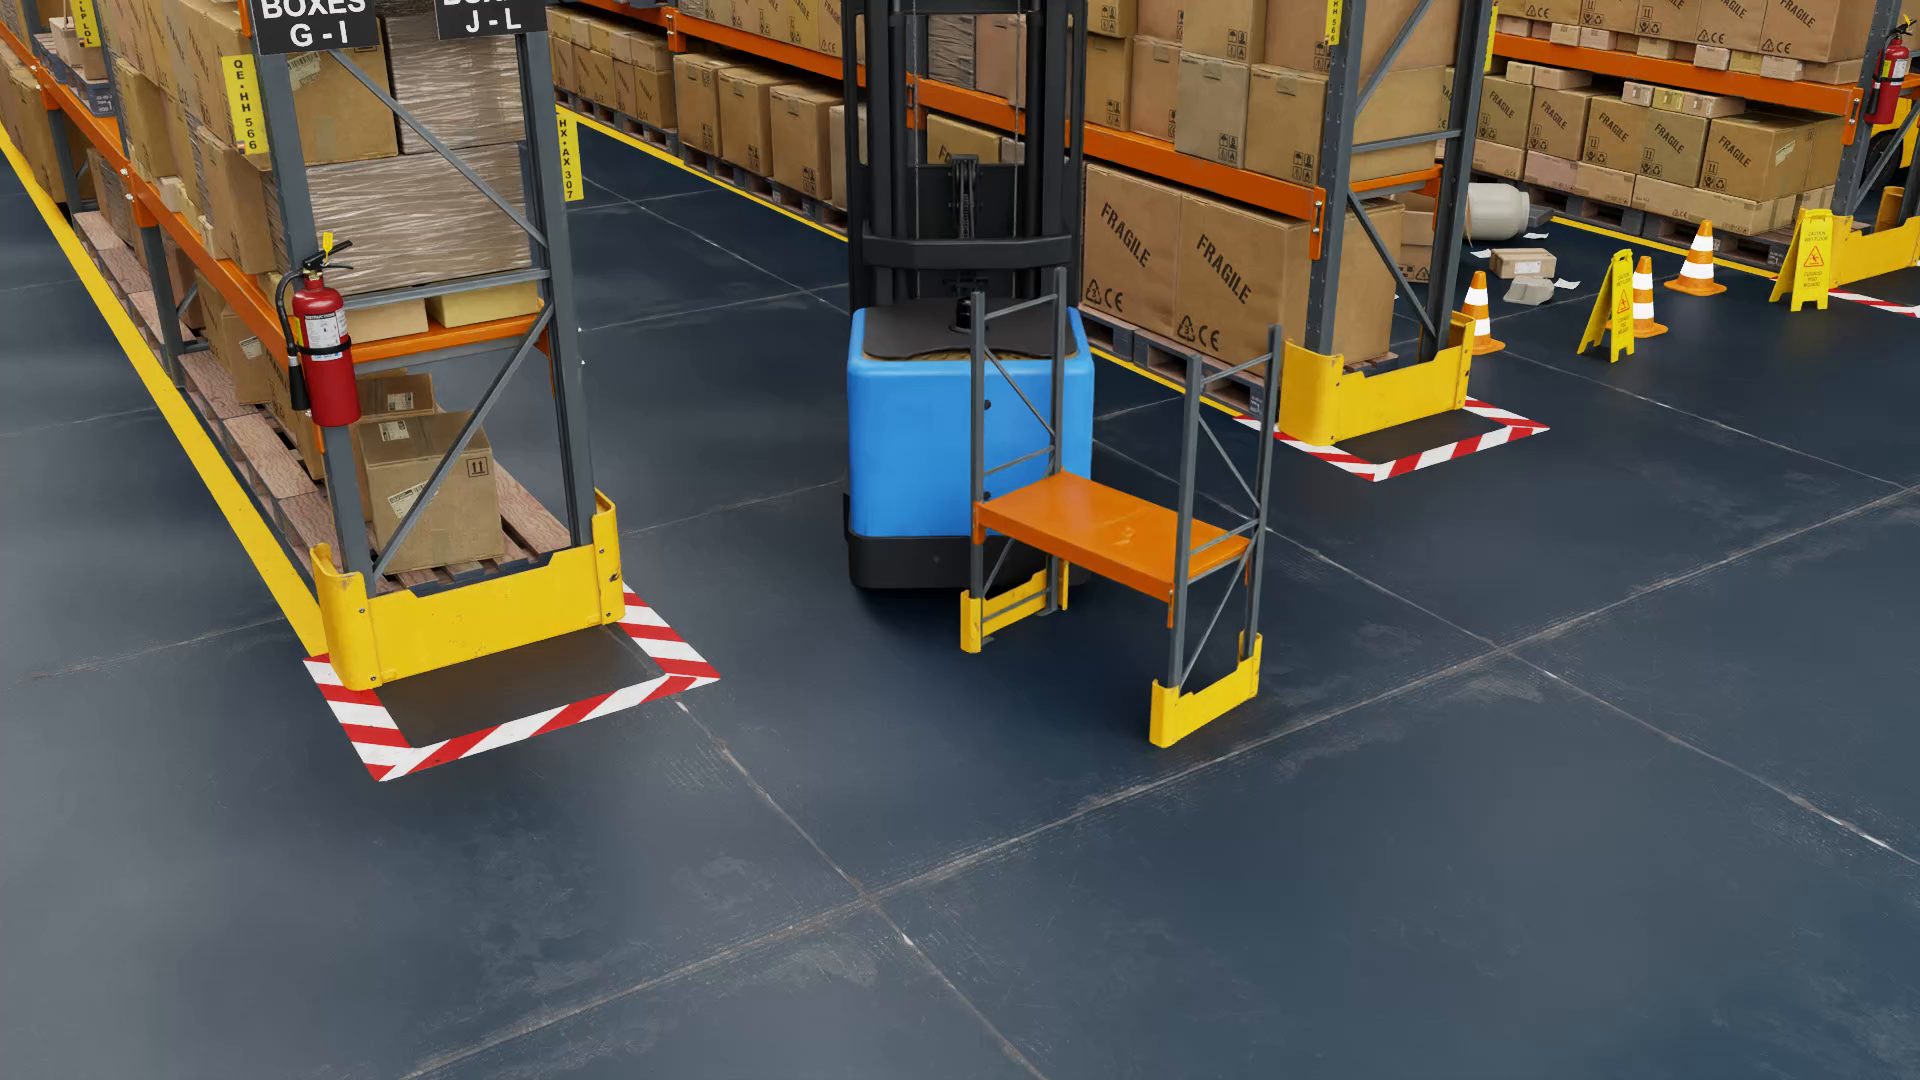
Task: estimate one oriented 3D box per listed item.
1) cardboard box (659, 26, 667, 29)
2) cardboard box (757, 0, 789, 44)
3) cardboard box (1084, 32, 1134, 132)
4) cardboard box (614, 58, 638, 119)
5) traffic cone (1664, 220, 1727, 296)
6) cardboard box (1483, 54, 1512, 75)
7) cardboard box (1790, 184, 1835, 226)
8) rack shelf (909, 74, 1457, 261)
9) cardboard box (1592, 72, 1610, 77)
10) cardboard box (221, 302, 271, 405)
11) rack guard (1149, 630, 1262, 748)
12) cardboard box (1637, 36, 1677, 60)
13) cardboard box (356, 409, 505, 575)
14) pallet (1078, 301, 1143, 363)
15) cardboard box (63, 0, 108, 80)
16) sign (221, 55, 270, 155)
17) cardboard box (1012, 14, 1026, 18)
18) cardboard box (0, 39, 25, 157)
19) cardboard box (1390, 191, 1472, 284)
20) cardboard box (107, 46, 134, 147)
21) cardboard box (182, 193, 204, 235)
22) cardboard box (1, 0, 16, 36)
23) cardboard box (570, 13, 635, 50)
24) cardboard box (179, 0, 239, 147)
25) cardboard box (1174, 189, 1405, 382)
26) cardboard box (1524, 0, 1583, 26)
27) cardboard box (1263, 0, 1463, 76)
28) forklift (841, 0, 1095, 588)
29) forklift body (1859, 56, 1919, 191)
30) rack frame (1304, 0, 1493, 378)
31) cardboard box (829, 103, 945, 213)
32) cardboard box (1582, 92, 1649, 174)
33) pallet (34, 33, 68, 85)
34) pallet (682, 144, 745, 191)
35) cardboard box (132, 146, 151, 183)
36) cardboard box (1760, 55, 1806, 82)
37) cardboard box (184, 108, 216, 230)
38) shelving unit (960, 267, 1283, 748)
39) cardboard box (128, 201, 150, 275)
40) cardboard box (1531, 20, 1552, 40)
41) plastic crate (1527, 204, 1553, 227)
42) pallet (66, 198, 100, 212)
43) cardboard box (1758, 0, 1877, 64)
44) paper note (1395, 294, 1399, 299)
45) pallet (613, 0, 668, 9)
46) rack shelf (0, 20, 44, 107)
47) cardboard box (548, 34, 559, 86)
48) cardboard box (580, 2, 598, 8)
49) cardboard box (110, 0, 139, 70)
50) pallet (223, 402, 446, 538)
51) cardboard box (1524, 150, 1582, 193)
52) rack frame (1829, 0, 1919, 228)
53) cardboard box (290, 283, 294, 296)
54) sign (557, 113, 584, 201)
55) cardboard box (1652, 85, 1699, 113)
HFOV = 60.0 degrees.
[{"bbox_3d":[-2.547,-4.791,15.942,0.500,0.250,0.500,-16,30,-30],"label":"cardboard box"},{"bbox_3d":[-1.253,-4.189,12.993,0.500,0.500,0.500,-16,30,-30],"label":"cardboard box"},{"bbox_3d":[1.187,-2.837,10.071,0.875,0.550,0.500,-16,29,-30],"label":"cardboard box"},{"bbox_3d":[-2.955,-4.328,15.841,0.500,0.500,0.500,-14,29,-28],"label":"cardboard box"},{"bbox_3d":[5.047,-1.942,11.322,0.336,0.463,0.334,-16,29,-30],"label":"traffic cone"},{"bbox_3d":[4.293,-3.913,13.616,0.380,0.149,0.250,-15,29,-29],"label":"cardboard box"},{"bbox_3d":[6.154,-2.535,12.336,0.500,0.250,0.500,-16,30,-30],"label":"cardboard box"},{"bbox_3d":[1.179,-2.436,10.240,1.077,0.370,4.000,-16,29,-30],"label":"rack shelf"},{"bbox_3d":[5.006,-3.622,13.759,0.500,0.500,0.500,-15,29,-29],"label":"cardboard box"},{"bbox_3d":[-3.620,-1.061,8.921,0.500,0.500,0.500,-6,26,-13],"label":"cardboard box"},{"bbox_3d":[0.931,0.557,6.277,0.587,0.250,0.087,-23,34,-39],"label":"rack guard"},{"bbox_3d":[5.222,-3.647,12.257,0.380,0.149,0.250,-16,30,-30],"label":"cardboard box"},{"bbox_3d":[-2.267,-0.213,7.124,0.500,0.500,0.500,-10,27,-20],"label":"cardboard box"},{"bbox_3d":[1.106,-1.489,10.657,1.003,0.211,1.213,-16,29,-30],"label":"pallet"},{"bbox_3d":[-5.148,-3.192,10.386,0.797,0.503,0.637,-12,28,-24],"label":"cardboard box"},{"bbox_3d":[-2.416,-1.471,5.625,0.100,0.325,0.005,-16,29,-30],"label":"sign"},{"bbox_3d":[0.837,-3.498,10.206,0.875,0.550,0.550,-16,29,-30],"label":"cardboard box"},{"bbox_3d":[-7.637,-3.904,14.503,1.225,0.875,0.875,-17,30,-31],"label":"cardboard box"},{"bbox_3d":[3.283,-2.145,11.705,0.637,0.503,0.797,7,26,15],"label":"cardboard box"},{"bbox_3d":[-3.930,-2.362,8.773,0.875,0.500,0.500,-16,29,-30],"label":"cardboard box"},{"bbox_3d":[-3.429,-1.563,7.842,0.380,0.149,0.250,-16,29,-30],"label":"cardboard box"},{"bbox_3d":[-7.338,-4.317,13.263,0.500,0.500,0.500,-17,30,-31],"label":"cardboard box"},{"bbox_3d":[-3.531,-5.038,16.466,0.500,0.250,0.500,-14,29,-28],"label":"cardboard box"},{"bbox_3d":[-2.726,-1.875,6.571,0.500,0.500,0.500,-16,29,-30],"label":"cardboard box"},{"bbox_3d":[1.845,-1.503,9.416,0.875,0.875,0.875,-15,29,-29],"label":"cardboard box"},{"bbox_3d":[4.742,-4.267,12.810,0.500,0.500,0.500,-16,30,-30],"label":"cardboard box"},{"bbox_3d":[2.100,-2.744,8.609,0.875,0.550,0.550,-16,29,-30],"label":"cardboard box"},{"bbox_3d":[0.013,-1.703,7.924,1.130,2.935,3.031,-1,25,-1],"label":"forklift"},{"bbox_3d":[7.956,-4.263,14.262,2.313,2.155,1.214,-16,29,-30],"label":"forklift body"},{"bbox_3d":[2.270,-2.046,8.571,1.000,3.000,0.127,-16,29,-30],"label":"rack frame"},{"bbox_3d":[-0.327,-2.851,12.418,1.050,0.750,0.750,-16,29,-30],"label":"cardboard box"},{"bbox_3d":[5.149,-3.115,12.686,0.500,0.500,0.500,-16,30,-31],"label":"cardboard box"},{"bbox_3d":[-5.829,-3.471,11.814,1.213,0.211,1.003,-16,29,-30],"label":"pallet"},{"bbox_3d":[-1.730,-3.347,14.593,1.003,0.211,1.213,-16,29,-30],"label":"pallet"},{"bbox_3d":[-4.133,-2.004,8.776,0.380,0.149,0.250,-16,29,-30],"label":"cardboard box"},{"bbox_3d":[5.748,-3.271,11.460,0.380,0.149,0.250,-16,30,-30],"label":"cardboard box"},{"bbox_3d":[-2.828,-1.649,7.264,0.875,0.500,0.500,-16,29,-30],"label":"cardboard box"},{"bbox_3d":[0.580,-0.159,6.330,0.587,1.500,1.083,-23,34,-39],"label":"shelving unit"},{"bbox_3d":[-4.992,-2.025,10.940,0.700,0.500,0.500,-18,31,-34],"label":"cardboard box"},{"bbox_3d":[4.712,-4.015,13.035,0.380,0.149,0.250,-16,29,-30],"label":"cardboard box"},{"bbox_3d":[4.349,-2.594,13.151,0.583,0.080,0.402,18,31,33],"label":"plastic crate"},{"bbox_3d":[-6.675,-2.826,13.490,1.003,0.211,1.213,-16,29,-30],"label":"pallet"},{"bbox_3d":[5.835,-3.546,11.281,0.500,0.500,0.500,-16,30,-30],"label":"cardboard box"},{"bbox_3d":[2.860,-1.644,11.200,0.144,0.017,0.142,-6,26,-12],"label":"paper note"},{"bbox_3d":[-2.575,-5.051,15.161,1.213,0.211,1.003,-16,29,-30],"label":"pallet"},{"bbox_3d":[-7.400,-4.178,13.929,1.077,0.370,4.000,-16,29,-30],"label":"rack shelf"},{"bbox_3d":[-4.099,-5.072,17.416,0.500,0.500,0.500,-14,29,-28],"label":"cardboard box"},{"bbox_3d":[-3.662,-5.530,17.507,0.500,0.250,0.500,-16,30,-31],"label":"cardboard box"},{"bbox_3d":[-3.817,-2.590,8.087,0.500,0.500,0.500,-16,29,-30],"label":"cardboard box"},{"bbox_3d":[-3.058,-0.427,8.408,1.003,0.211,1.213,-16,29,-30],"label":"pallet"},{"bbox_3d":[4.868,-2.962,13.239,0.500,0.250,0.500,-16,30,-30],"label":"cardboard box"},{"bbox_3d":[6.363,-3.236,11.091,1.000,3.000,0.127,-16,29,-30],"label":"rack frame"},{"bbox_3d":[-2.405,-0.956,6.556,0.380,0.149,0.250,-16,29,-30],"label":"cardboard box"},{"bbox_3d":[-1.486,-1.445,6.282,0.100,0.325,0.005,-16,29,-30],"label":"sign"},{"bbox_3d":[5.315,-3.247,12.205,0.380,0.149,0.250,-15,29,-29],"label":"cardboard box"}]
